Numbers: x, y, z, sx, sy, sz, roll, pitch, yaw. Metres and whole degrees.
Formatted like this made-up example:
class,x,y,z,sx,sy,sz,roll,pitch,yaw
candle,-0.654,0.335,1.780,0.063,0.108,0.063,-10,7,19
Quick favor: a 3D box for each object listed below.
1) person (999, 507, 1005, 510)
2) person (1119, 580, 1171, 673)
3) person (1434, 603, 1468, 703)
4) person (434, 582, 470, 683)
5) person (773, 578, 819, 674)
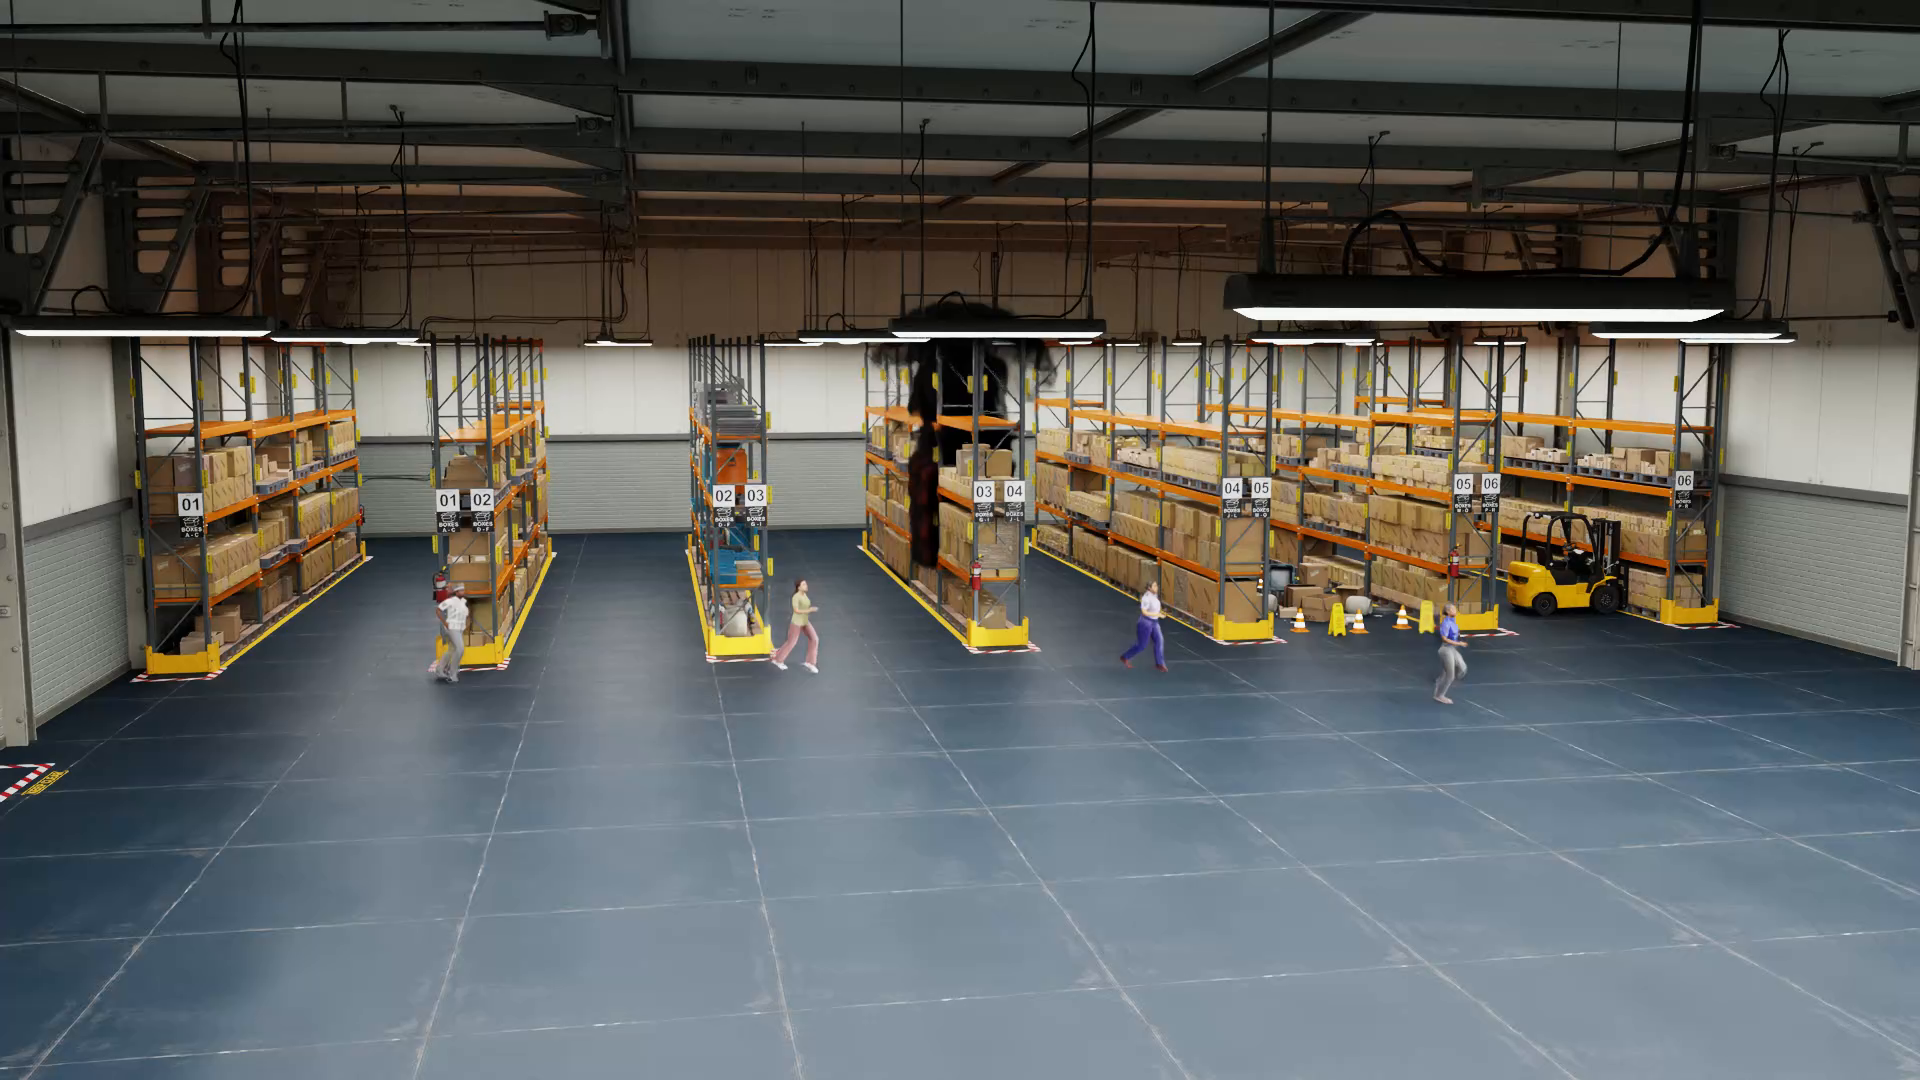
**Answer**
class,x,y,z,sx,sy,sz,roll,pitch,yaw
person,1.100,-0.682,49.263,0.703,1.546,0.495,6,9,42
person,3.311,1.527,29.608,0.915,1.666,0.581,3,7,28
person,7.982,1.839,26.994,0.537,1.608,0.624,4,7,29
person,-8.811,1.596,28.925,0.690,1.731,0.616,2,7,18
person,-2.894,1.520,29.525,0.869,1.709,0.583,3,7,22
